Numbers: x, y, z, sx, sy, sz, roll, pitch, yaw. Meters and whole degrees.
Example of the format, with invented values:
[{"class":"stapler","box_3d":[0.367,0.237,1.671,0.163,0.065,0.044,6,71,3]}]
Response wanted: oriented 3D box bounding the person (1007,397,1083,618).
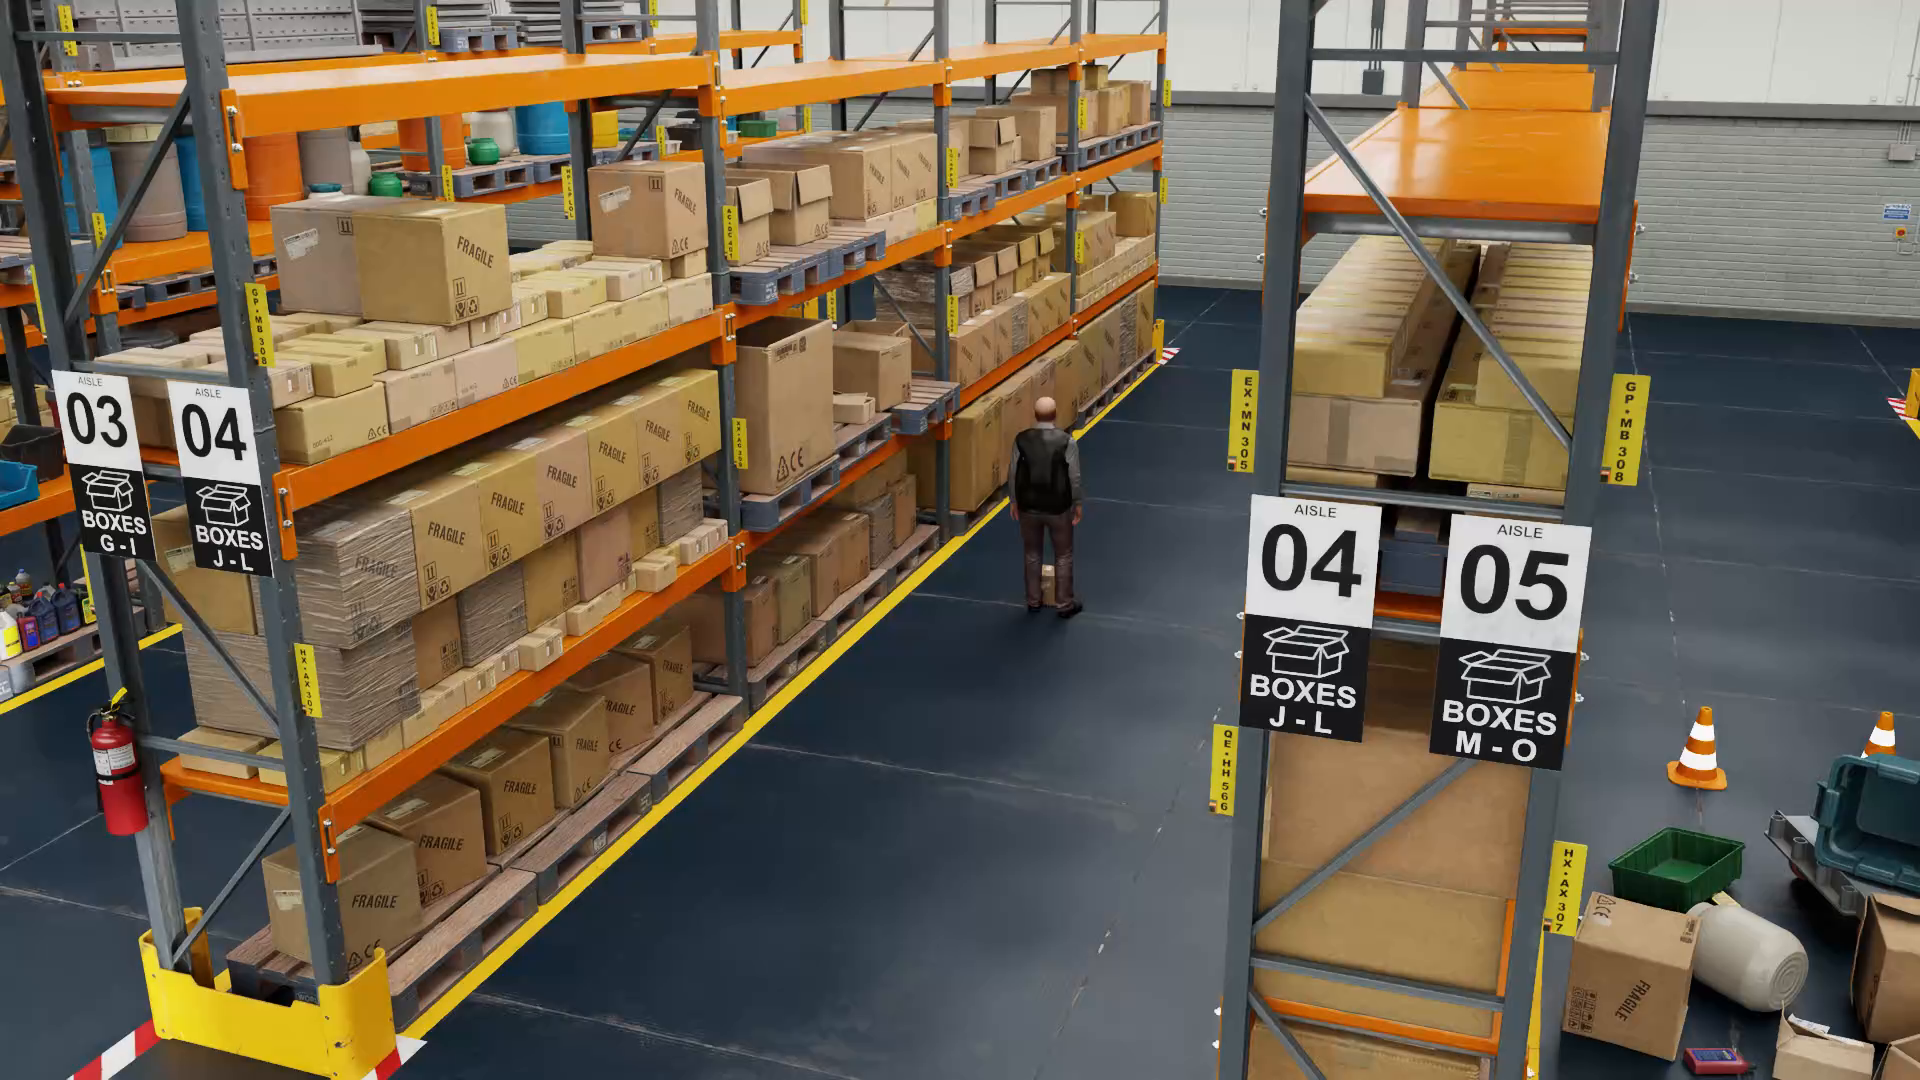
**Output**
[{"class":"person","box_3d":[0.665,-0.258,12.869,0.591,1.720,0.453,5,19,15]}]
